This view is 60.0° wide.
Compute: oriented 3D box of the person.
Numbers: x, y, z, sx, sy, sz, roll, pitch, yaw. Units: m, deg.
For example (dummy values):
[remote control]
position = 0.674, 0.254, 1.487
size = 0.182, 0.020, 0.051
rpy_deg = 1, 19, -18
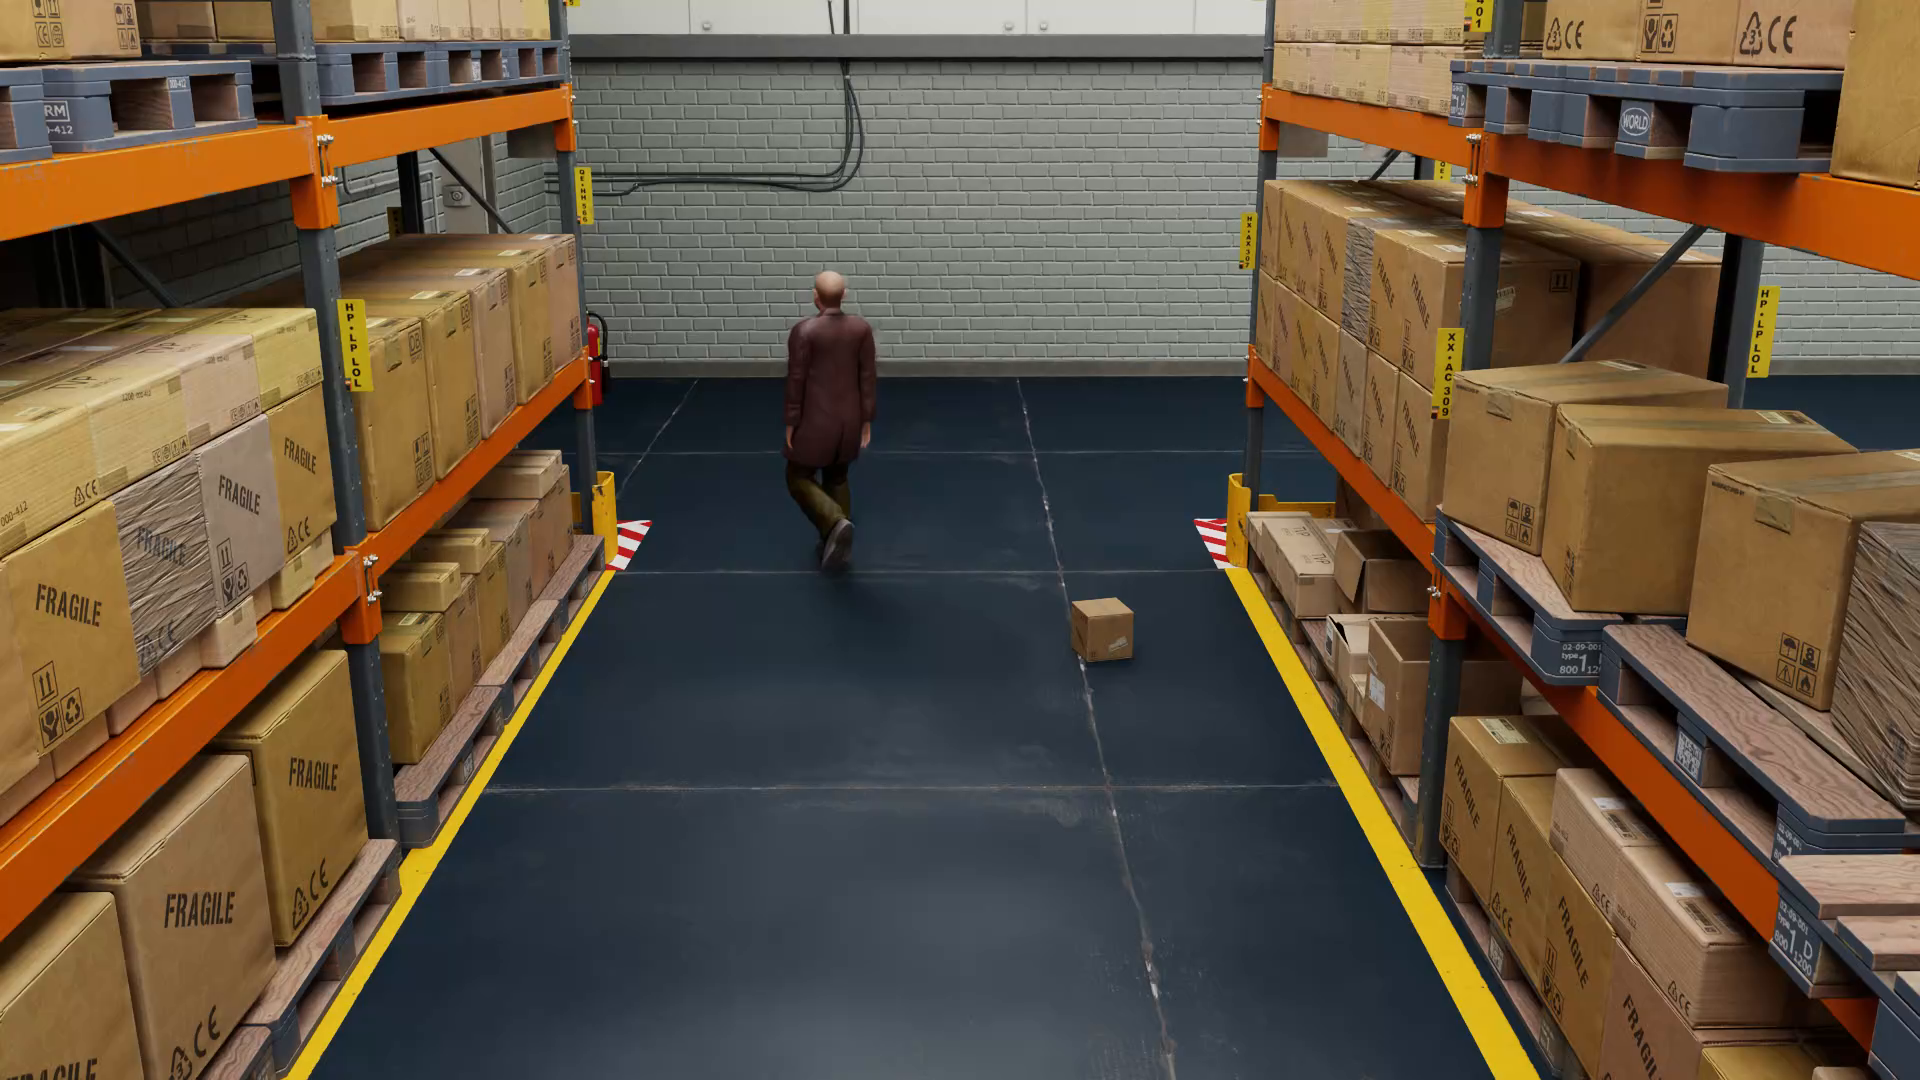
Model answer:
[person]
position = -0.761, -0.694, 9.778
size = 0.587, 1.766, 0.669
rpy_deg = -11, 20, -32
